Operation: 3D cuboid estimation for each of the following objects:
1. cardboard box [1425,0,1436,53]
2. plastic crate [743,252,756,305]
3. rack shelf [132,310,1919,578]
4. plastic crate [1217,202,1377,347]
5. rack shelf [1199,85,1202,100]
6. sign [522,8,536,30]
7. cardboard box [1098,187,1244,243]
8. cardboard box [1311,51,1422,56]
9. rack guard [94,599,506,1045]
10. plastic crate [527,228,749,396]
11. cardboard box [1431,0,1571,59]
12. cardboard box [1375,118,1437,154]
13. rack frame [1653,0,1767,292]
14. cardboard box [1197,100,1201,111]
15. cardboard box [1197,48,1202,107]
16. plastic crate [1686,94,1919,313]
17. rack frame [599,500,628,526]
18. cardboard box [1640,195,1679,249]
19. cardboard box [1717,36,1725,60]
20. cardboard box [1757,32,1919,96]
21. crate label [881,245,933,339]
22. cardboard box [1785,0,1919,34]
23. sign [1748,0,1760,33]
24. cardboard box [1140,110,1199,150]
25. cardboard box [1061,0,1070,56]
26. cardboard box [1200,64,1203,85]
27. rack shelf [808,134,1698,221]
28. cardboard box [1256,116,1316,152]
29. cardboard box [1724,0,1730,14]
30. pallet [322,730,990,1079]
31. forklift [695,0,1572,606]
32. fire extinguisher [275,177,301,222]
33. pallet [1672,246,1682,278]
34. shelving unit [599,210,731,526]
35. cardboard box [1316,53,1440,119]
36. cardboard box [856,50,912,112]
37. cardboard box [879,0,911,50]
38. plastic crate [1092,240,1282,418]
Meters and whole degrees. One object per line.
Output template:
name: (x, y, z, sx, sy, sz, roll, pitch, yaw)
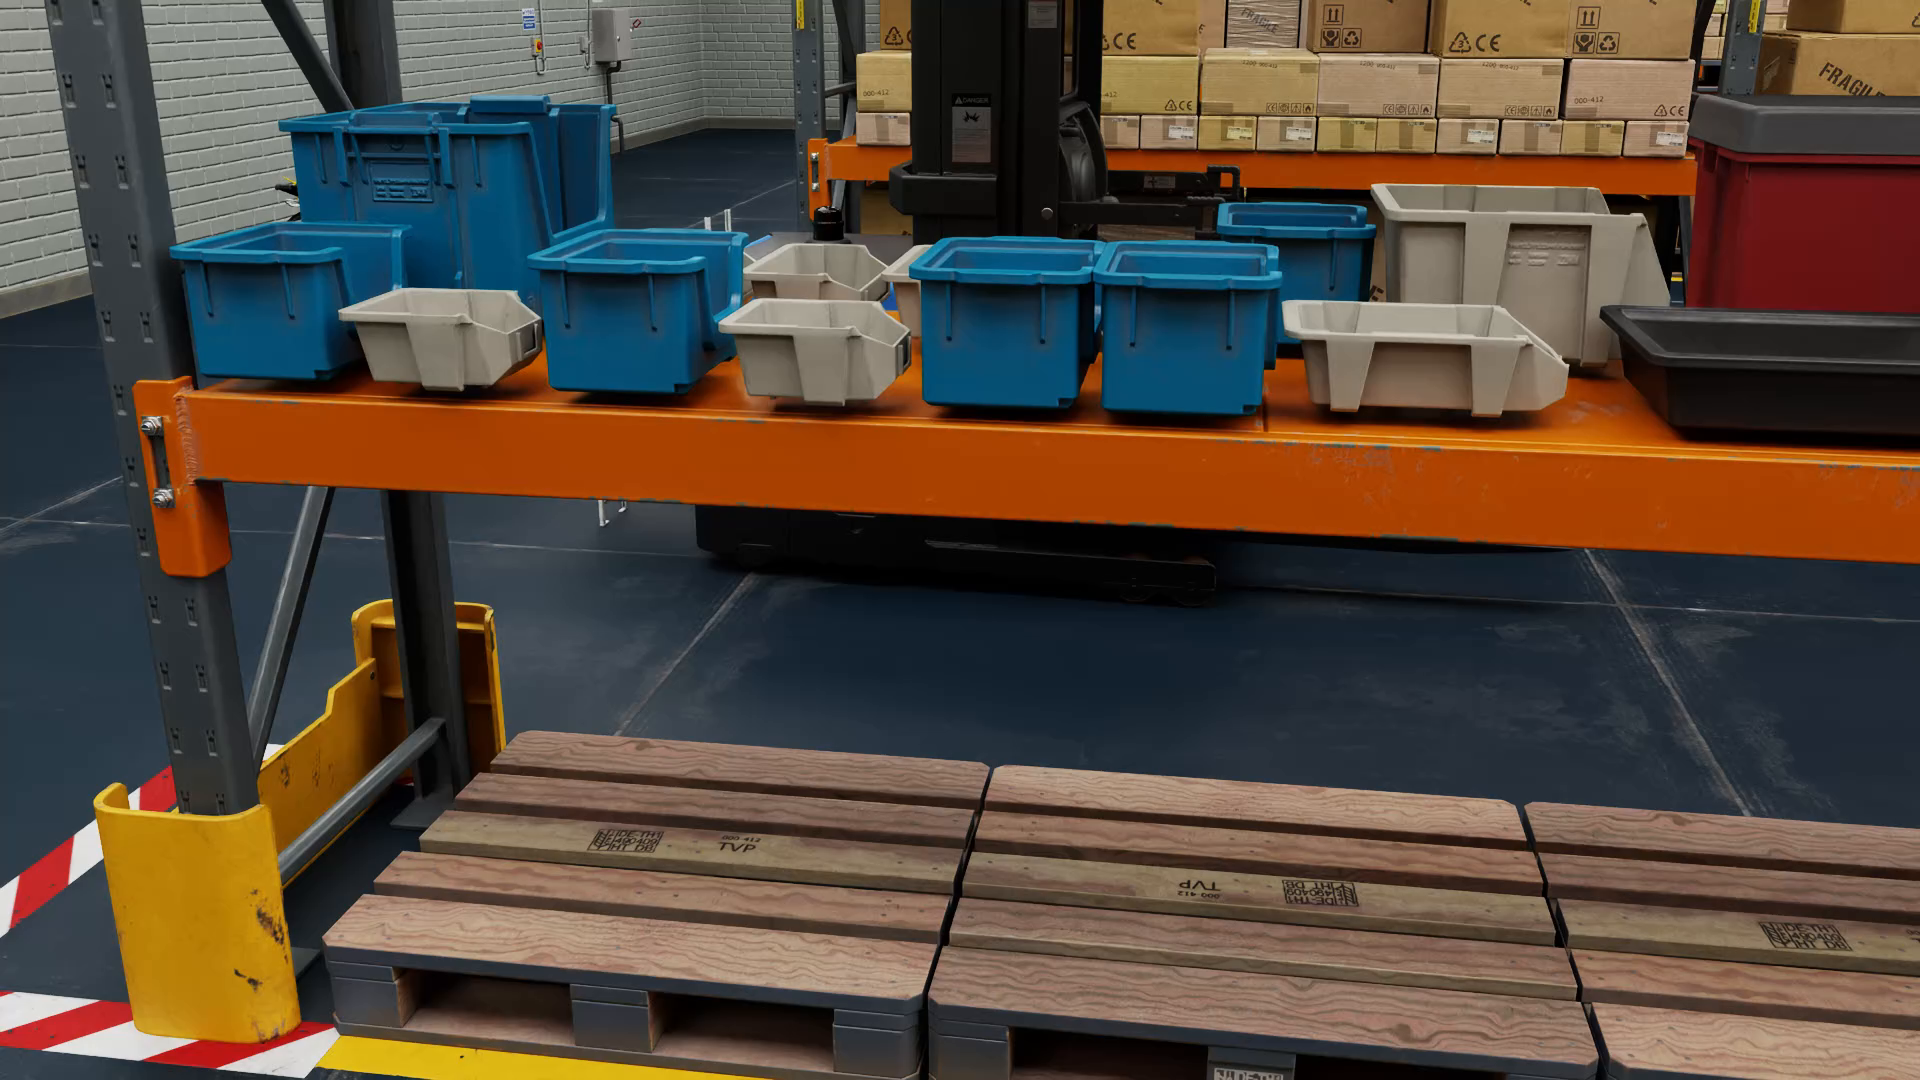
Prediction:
cardboard box: (2.415, -2.518, 7.687, 0.500, 0.500, 0.500, 3, 19, 9)
plastic crate: (-0.569, -0.530, 3.480, 0.243, 0.136, 0.396, 3, 19, 9)
rack shelf: (0.572, -0.169, 3.215, 4.000, 0.370, 1.077, 3, 19, 9)
plastic crate: (0.666, -0.537, 3.349, 0.300, 0.233, 0.416, 3, 19, 9)
rack shelf: (2.244, -3.269, 12.481, 4.000, 0.370, 1.077, 3, 19, 9)
sign: (-4.684, -5.660, 18.065, 0.001, 0.218, 0.327, 3, 19, 9)
cardboard box: (0.926, -1.301, 8.151, 0.875, 0.875, 0.875, 3, 19, 9)
cardboard box: (1.907, -2.188, 7.882, 0.500, 0.250, 0.500, 3, 19, 10)
rack guard: (-1.428, 0.577, 3.789, 0.348, 0.500, 1.175, 3, 19, 9)
plastic crate: (-0.561, -0.411, 2.974, 0.300, 0.233, 0.416, 3, 19, 9)
cardboard box: (2.342, -2.353, 7.193, 0.500, 0.500, 0.500, 3, 19, 9)
cardboard box: (1.963, -1.806, 7.371, 0.250, 0.149, 0.380, 3, 19, 10)
rack frame: (3.332, -1.961, 7.437, 0.127, 3.000, 1.000, 3, 19, 9)
cardboard box: (1.052, -2.065, 8.143, 0.250, 0.149, 0.380, 3, 19, 9)
cardboard box: (0.907, -2.240, 8.038, 0.500, 0.250, 0.500, 2, 19, 7)
plastic crate: (1.705, -0.592, 3.149, 0.583, 0.464, 0.402, 3, 19, 9)
rack frame: (-1.367, -0.659, 6.383, 0.015, 1.200, 0.240, 4, 19, 11)
cardboard box: (4.906, -2.403, 12.037, 0.500, 0.500, 0.500, 4, 19, 11)
cardboard box: (5.304, -3.387, 11.433, 0.250, 0.149, 0.380, 3, 19, 9)
cardboard box: (3.747, -1.907, 7.118, 0.500, 0.500, 0.500, 3, 19, 9)
crate label: (-0.006, -0.504, 3.404, 0.243, 0.136, 0.396, 3, 19, 9)
cardboard box: (3.964, -2.455, 7.174, 0.637, 0.503, 0.797, 2, 19, 7)
sign: (3.246, -2.235, 6.767, 0.005, 0.325, 0.100, 3, 19, 9)
cardboard box: (0.951, -1.858, 7.525, 0.250, 0.149, 0.380, 3, 19, 8)
cardboard box: (0.308, -2.454, 7.496, 0.500, 0.500, 0.500, 2, 19, 7)
cardboard box: (1.833, -3.430, 12.224, 0.250, 0.149, 0.380, 3, 19, 8)
rack shelf: (1.358, -1.721, 7.852, 4.000, 0.370, 1.077, 3, 19, 9)
cardboard box: (1.459, -1.832, 7.448, 0.250, 0.149, 0.380, 3, 19, 10)
cardboard box: (5.310, -3.669, 11.338, 0.250, 0.149, 0.380, 3, 19, 8)
pallet: (-0.594, 0.765, 3.683, 1.213, 0.211, 1.003, 3, 19, 9)
forklift: (0.615, -1.350, 5.717, 3.031, 2.935, 1.130, 4, 19, 11)
fire extinguisher: (-1.479, -0.547, 3.921, 0.183, 0.674, 0.296, 3, 19, 9)
pallet: (4.988, -2.149, 12.393, 1.213, 0.211, 1.003, 3, 19, 9)
shelving unit: (-1.128, -0.644, 6.336, 0.503, 1.200, 0.258, 4, 19, 11)
cardboard box: (1.840, -2.022, 7.387, 0.500, 0.250, 0.500, 3, 19, 10)
cardboard box: (-0.186, -2.124, 7.690, 0.500, 0.250, 0.500, 2, 19, 7)
cardboard box: (-0.094, -2.646, 8.069, 0.500, 0.500, 0.500, 3, 19, 9)
plastic crate: (0.385, -0.363, 2.830, 0.300, 0.233, 0.416, 3, 19, 9)
